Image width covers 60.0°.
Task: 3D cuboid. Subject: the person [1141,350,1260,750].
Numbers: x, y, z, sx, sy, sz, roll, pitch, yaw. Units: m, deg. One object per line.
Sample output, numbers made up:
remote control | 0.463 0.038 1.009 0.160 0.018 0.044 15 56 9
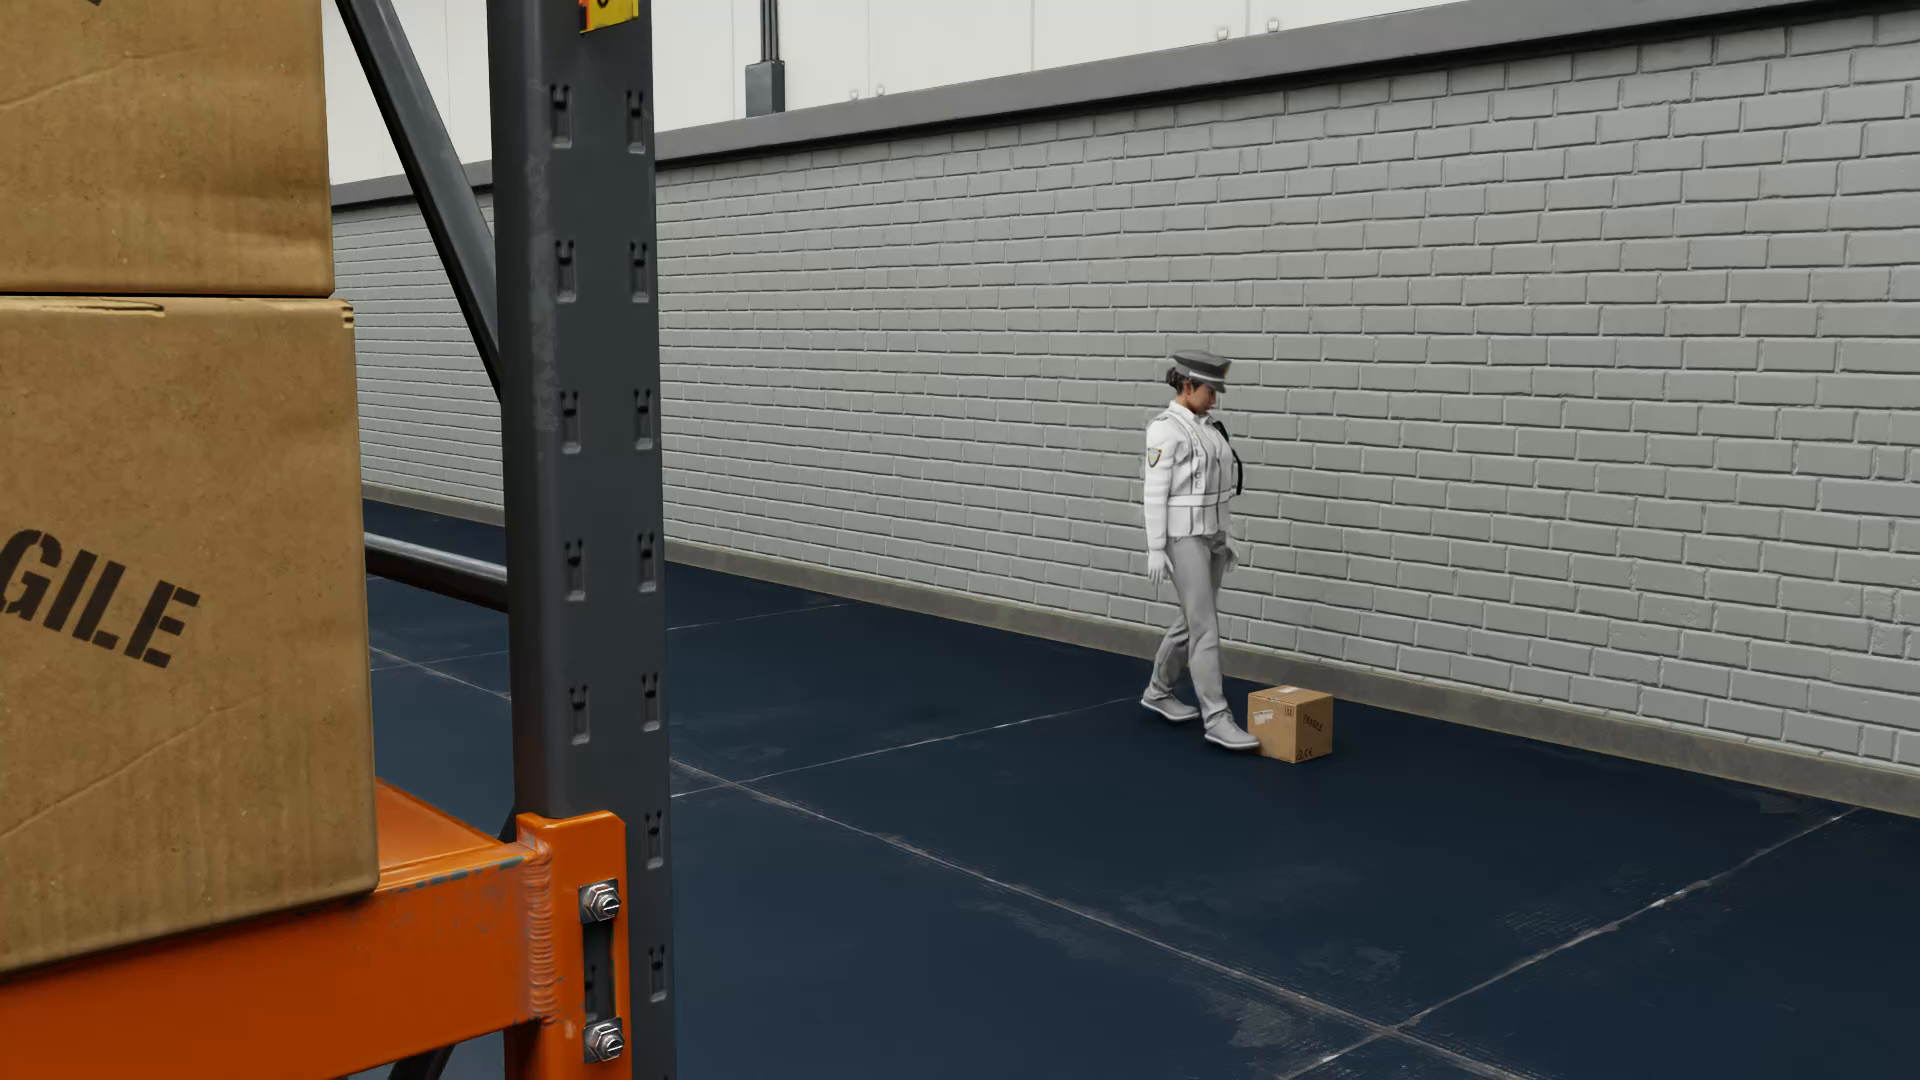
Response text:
person | 1.049 0.012 7.096 0.738 1.636 0.520 6 10 39
